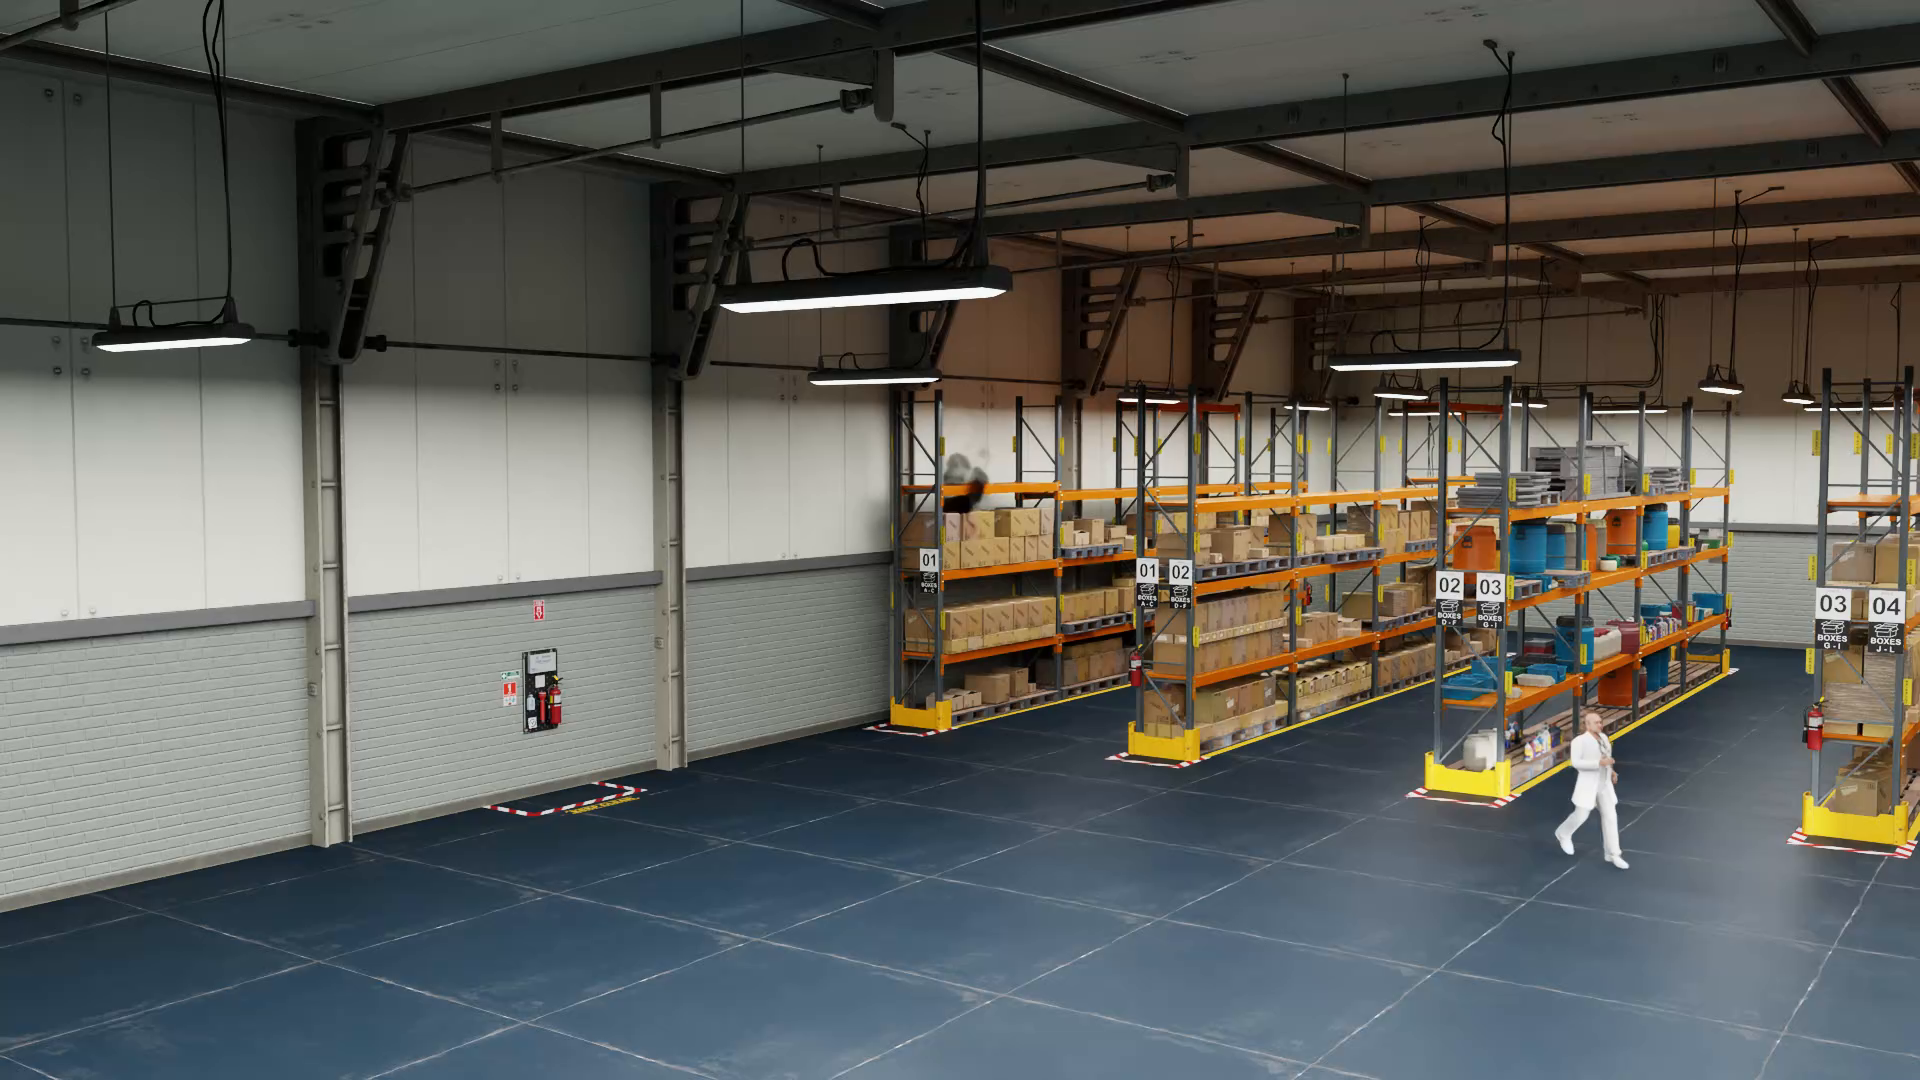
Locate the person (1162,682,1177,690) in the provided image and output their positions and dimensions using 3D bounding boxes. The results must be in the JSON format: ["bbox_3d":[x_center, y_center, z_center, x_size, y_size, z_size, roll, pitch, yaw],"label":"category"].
[{"bbox_3d":[4.040,2.428,31.282,0.497,1.694,0.793,1,3,23],"label":"person"}]

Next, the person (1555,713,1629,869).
[{"bbox_3d":[7.599,2.959,19.951,0.705,1.768,1.061,-1,3,-19],"label":"person"}]
